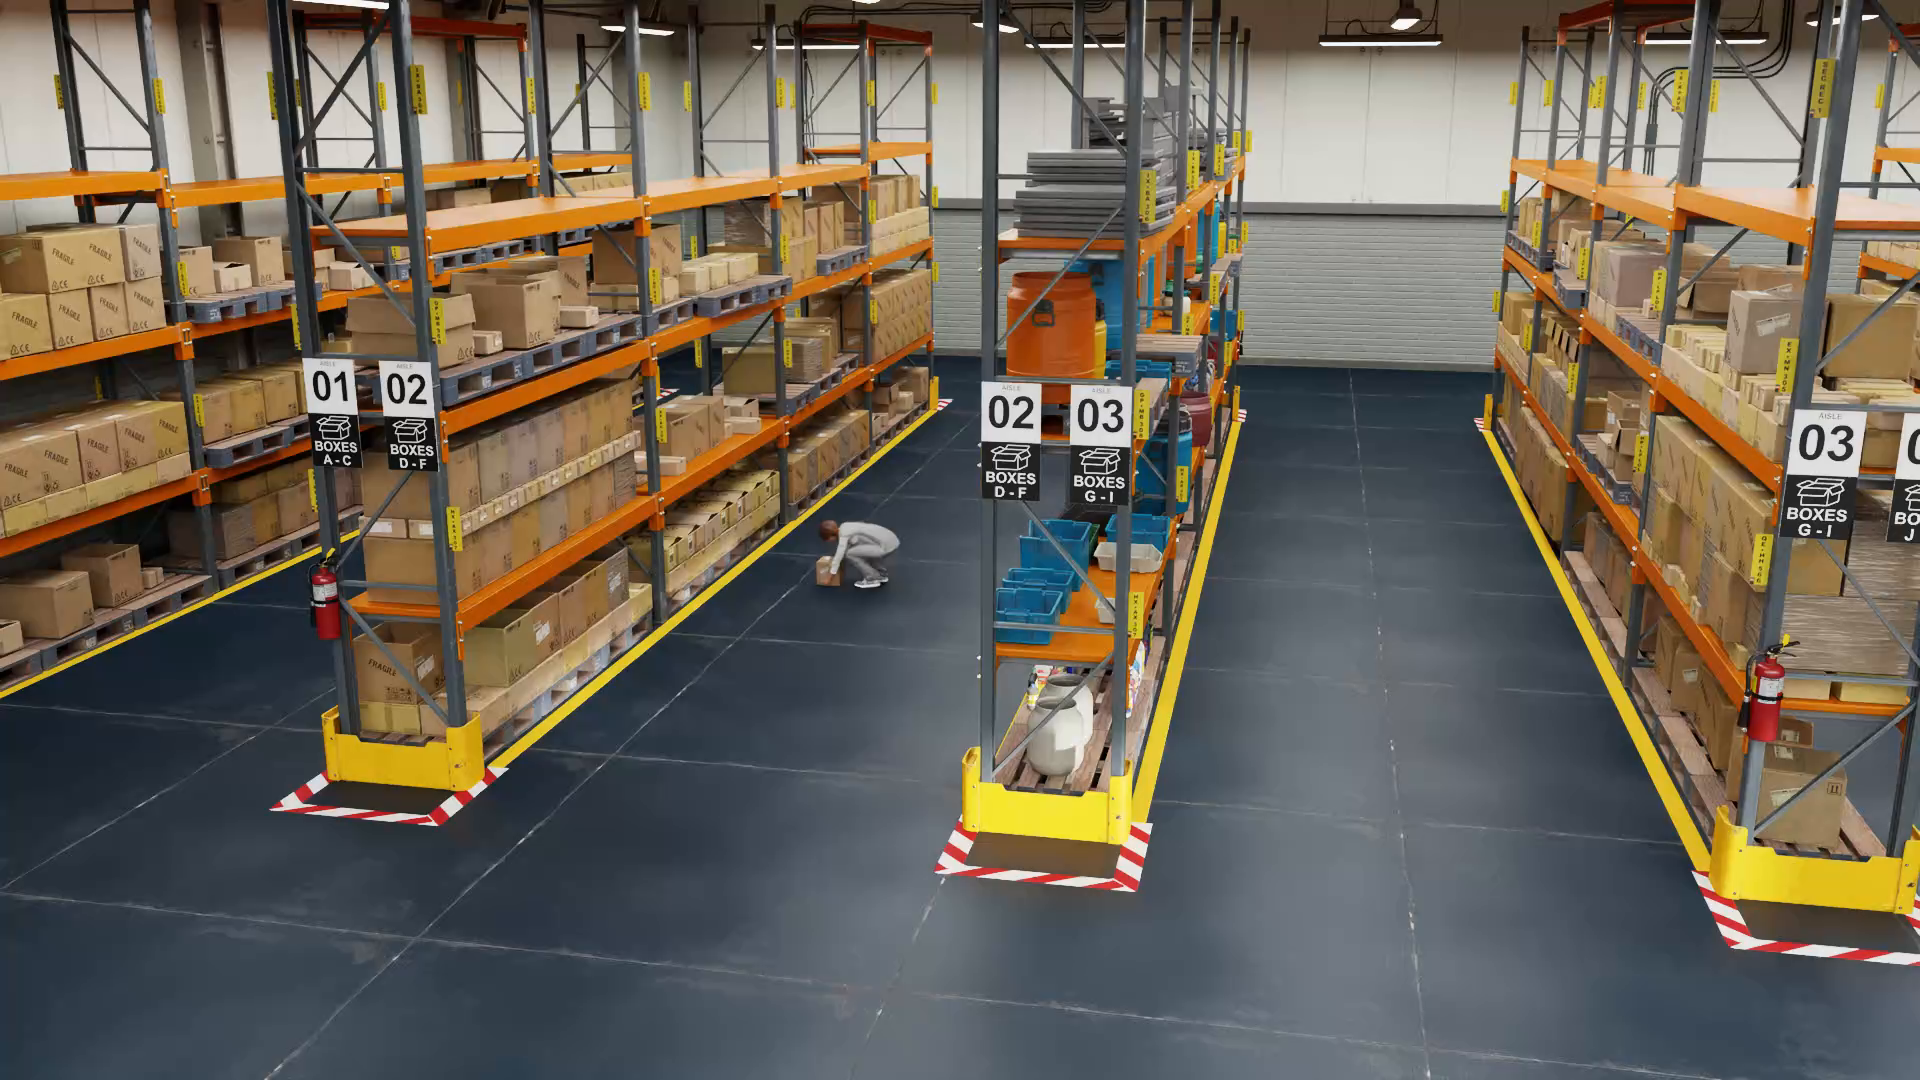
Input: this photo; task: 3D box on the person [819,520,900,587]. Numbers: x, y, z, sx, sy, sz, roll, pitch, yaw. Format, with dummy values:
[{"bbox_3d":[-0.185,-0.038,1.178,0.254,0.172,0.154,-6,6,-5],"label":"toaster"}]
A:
[{"bbox_3d":[-1.065,0.157,17.584,0.854,0.699,0.422,3,15,10],"label":"person"}]
